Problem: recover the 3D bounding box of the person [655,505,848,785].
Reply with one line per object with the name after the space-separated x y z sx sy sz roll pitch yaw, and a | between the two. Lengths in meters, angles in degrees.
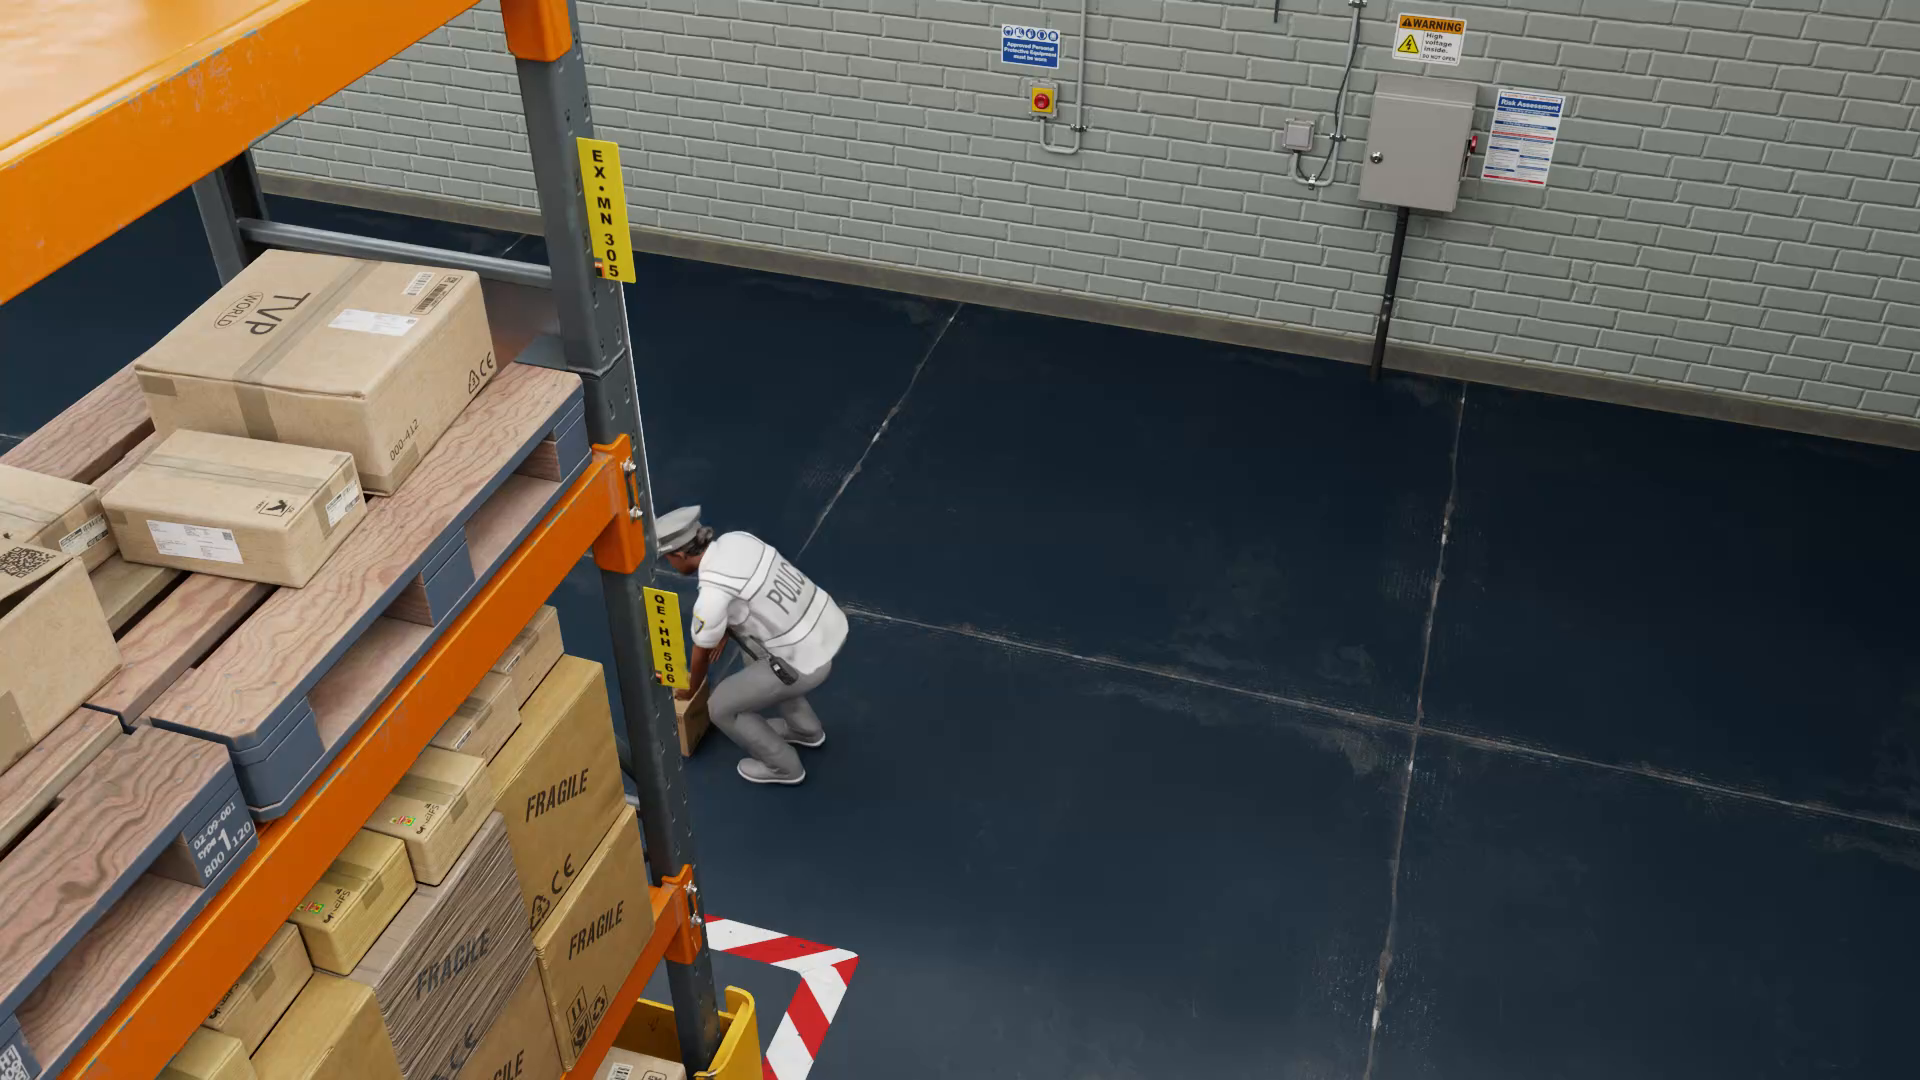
-0.848 0.432 6.673 0.781 1.246 0.499 11 39 14 | person
